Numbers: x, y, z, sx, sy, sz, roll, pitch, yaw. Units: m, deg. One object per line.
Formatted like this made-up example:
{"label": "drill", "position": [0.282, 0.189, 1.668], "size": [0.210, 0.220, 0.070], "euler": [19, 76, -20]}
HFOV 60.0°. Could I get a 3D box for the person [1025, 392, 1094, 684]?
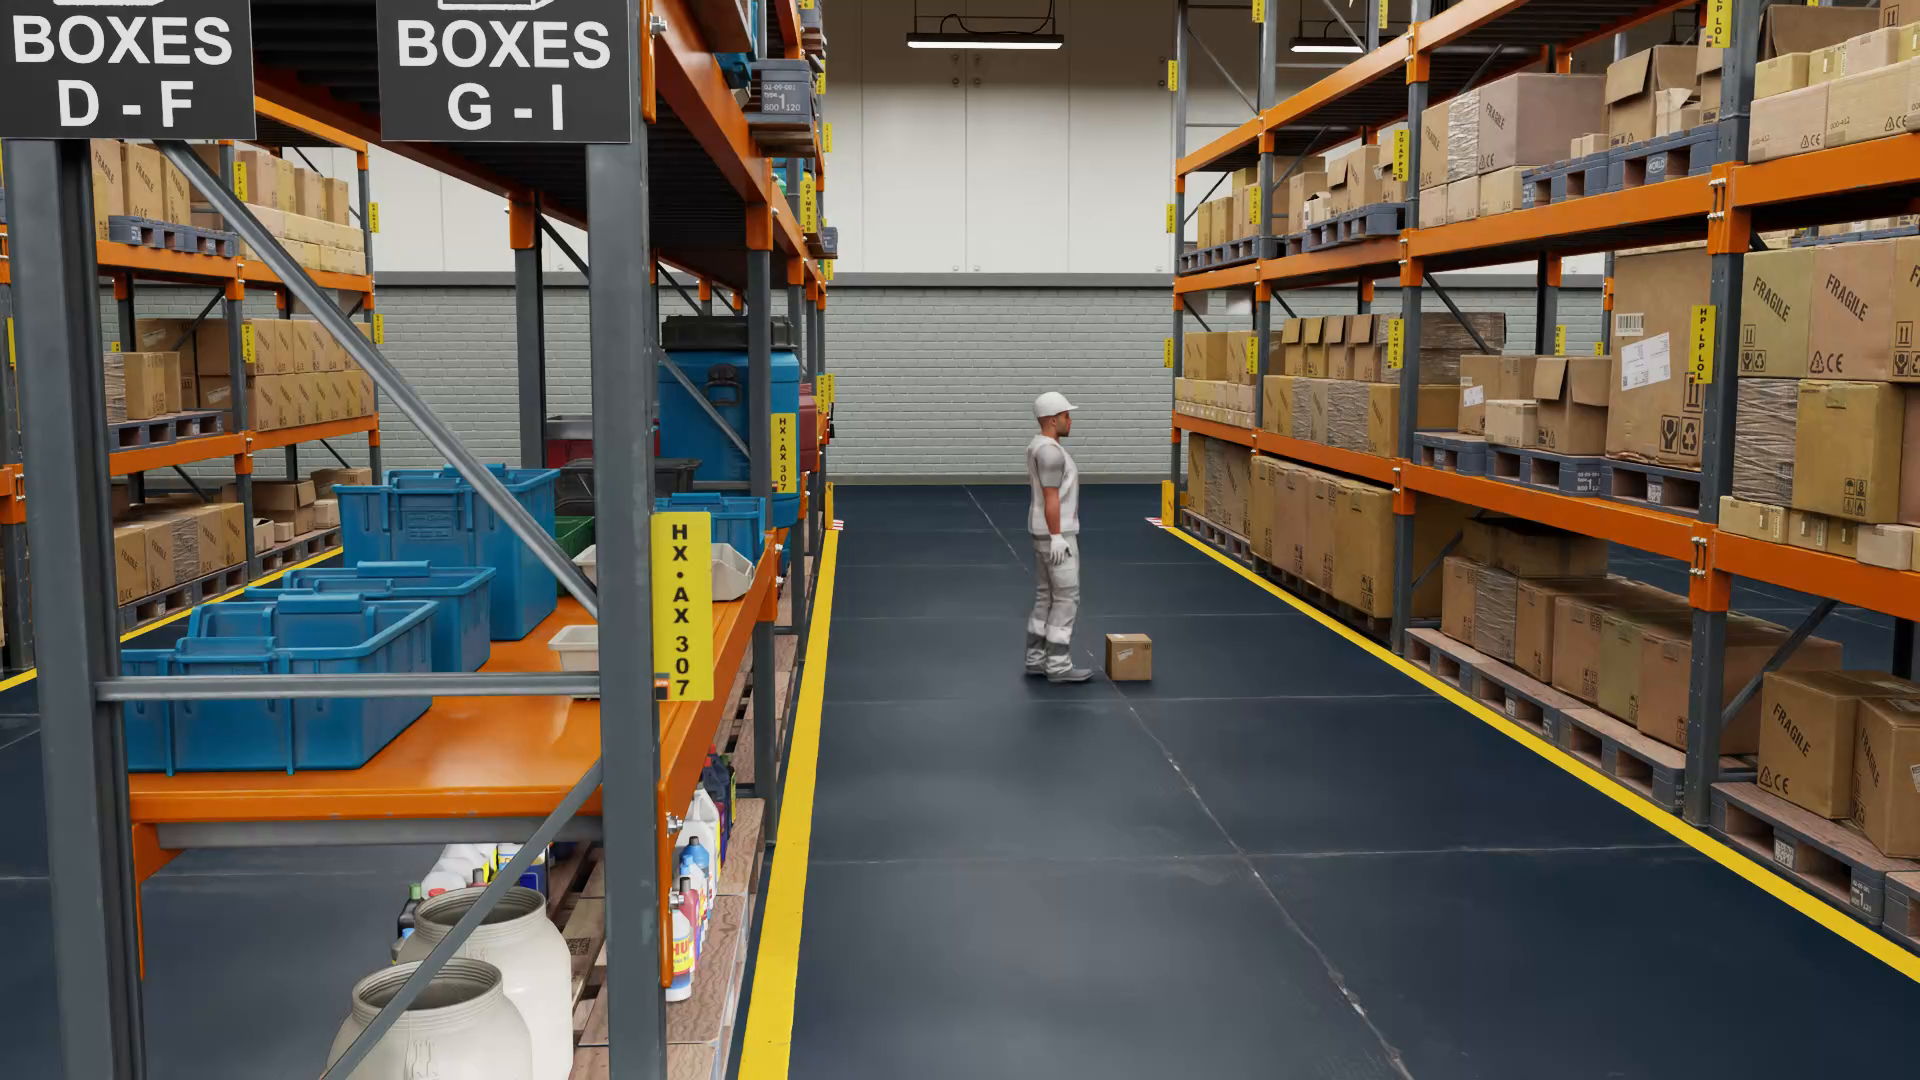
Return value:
{"label": "person", "position": [0.621, -0.022, 10.331], "size": [0.409, 1.788, 0.522], "euler": [0, 7, -3]}
